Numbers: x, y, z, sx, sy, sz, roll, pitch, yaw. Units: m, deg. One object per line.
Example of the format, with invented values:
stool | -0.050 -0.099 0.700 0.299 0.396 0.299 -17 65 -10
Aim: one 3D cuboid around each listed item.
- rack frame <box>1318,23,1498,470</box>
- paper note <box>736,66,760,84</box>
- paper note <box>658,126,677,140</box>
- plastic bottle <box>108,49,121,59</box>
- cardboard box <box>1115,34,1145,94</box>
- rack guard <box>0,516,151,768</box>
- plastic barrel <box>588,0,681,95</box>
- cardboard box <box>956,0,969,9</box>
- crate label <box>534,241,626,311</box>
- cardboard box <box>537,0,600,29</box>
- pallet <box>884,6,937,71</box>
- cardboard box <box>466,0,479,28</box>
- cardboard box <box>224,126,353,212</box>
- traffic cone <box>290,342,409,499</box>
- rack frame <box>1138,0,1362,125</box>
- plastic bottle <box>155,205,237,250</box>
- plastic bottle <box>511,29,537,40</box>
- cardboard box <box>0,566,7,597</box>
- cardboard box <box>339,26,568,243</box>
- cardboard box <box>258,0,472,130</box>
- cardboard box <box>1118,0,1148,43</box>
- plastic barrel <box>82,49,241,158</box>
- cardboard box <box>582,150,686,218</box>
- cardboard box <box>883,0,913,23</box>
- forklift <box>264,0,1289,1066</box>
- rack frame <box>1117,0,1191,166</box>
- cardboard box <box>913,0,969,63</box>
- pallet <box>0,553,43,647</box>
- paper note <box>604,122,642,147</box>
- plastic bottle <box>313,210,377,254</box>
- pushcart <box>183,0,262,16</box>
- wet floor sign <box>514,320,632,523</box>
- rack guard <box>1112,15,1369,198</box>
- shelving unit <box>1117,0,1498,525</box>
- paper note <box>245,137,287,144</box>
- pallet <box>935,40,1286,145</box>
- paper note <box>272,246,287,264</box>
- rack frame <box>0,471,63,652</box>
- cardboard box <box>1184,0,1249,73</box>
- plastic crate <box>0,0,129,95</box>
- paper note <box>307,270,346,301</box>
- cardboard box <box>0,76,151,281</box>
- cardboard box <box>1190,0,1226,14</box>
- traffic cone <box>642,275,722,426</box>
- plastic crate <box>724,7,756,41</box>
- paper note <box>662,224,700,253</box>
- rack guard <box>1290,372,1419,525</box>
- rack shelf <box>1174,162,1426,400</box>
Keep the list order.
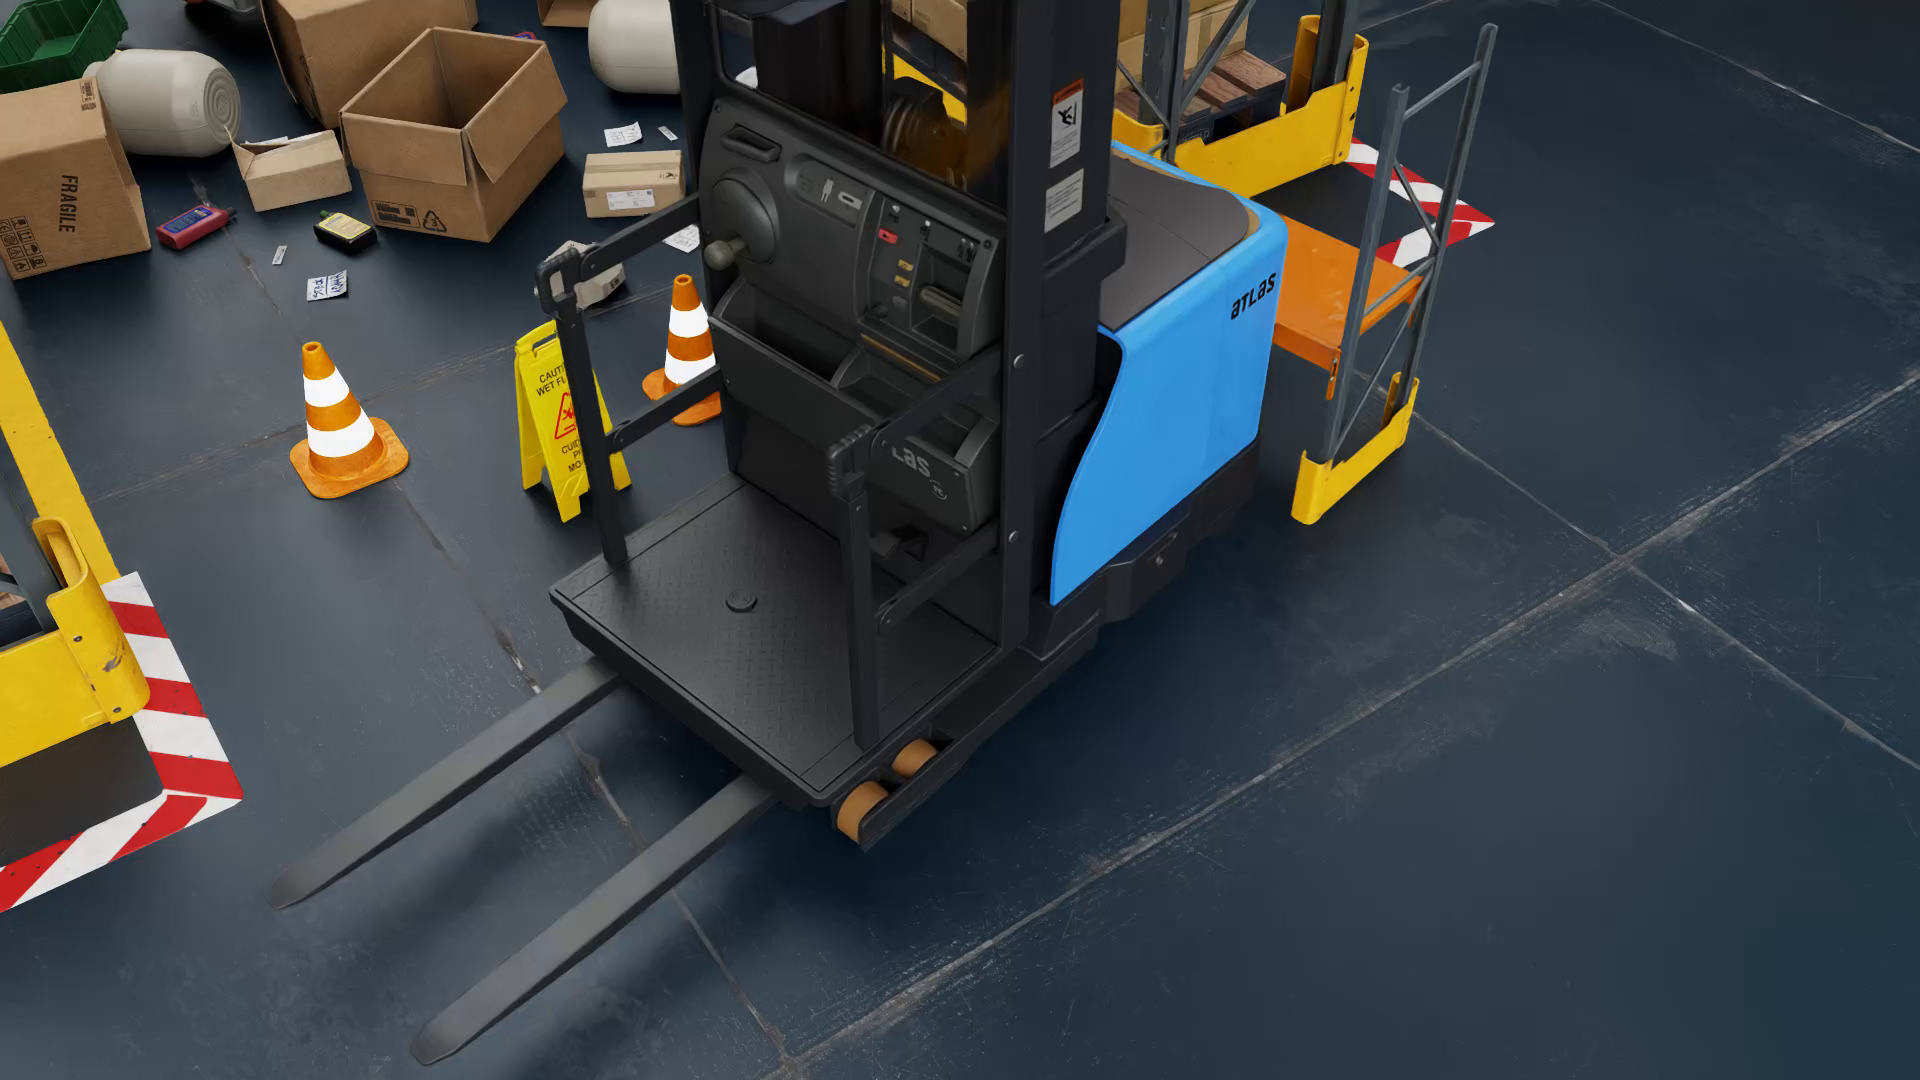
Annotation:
rack frame | 1.294 -0.744 4.943 0.032 1.500 0.500 32 52 29
paper note | -0.912 -2.067 7.393 0.148 0.019 0.142 26 49 25
paper note | -1.239 -1.725 7.049 0.032 0.001 0.123 -26 49 -24
plastic bottle | -3.783 -2.137 7.444 0.283 0.061 0.133 18 47 18
cardboard box | 0.414 -2.029 6.891 0.500 0.250 0.500 -26 49 -25
rack guard | -2.877 0.423 4.444 1.175 0.500 0.348 -26 49 -24
plastic barrel | -1.312 -2.147 7.192 0.512 0.421 0.421 4 44 4
cardboard box | 0.138 -2.580 6.925 0.500 0.500 0.500 -24 49 -23
crate label | -1.409 -0.995 6.193 0.298 0.136 0.250 18 47 18
cardboard box | -1.680 -2.725 7.740 0.500 0.500 0.500 4 44 4
pallet | -0.062 -2.706 7.931 1.003 0.211 1.213 -26 49 -24
cardboard box | -2.471 -2.474 7.649 0.396 0.266 0.258 11 45 11
cardboard box | -2.685 -1.525 6.655 0.396 0.266 0.258 -18 46 -18
traffic cone | -2.030 -0.438 5.374 0.336 0.463 0.334 -26 49 -24
rack frame | 1.111 -2.507 5.704 1.000 3.000 0.127 -26 49 -24
plastic bottle | -2.982 -1.239 6.504 0.133 0.061 0.283 26 49 25
plastic bottle | -1.977 -2.238 7.550 0.133 0.061 0.283 -18 46 -18
cardboard box | -3.333 -0.236 4.559 0.875 0.875 0.875 -25 49 -24
cardboard box | -1.970 -1.599 6.560 0.637 0.503 0.797 11 45 11
cardboard box | -2.512 -2.174 7.065 0.797 0.637 0.503 -26 49 -24
cardboard box | 0.439 -2.286 6.617 0.500 0.500 0.500 -25 49 -24
plastic barrel | -3.272 -1.791 6.820 0.512 0.421 0.421 4 44 4
cardboard box | -1.295 -1.420 6.629 0.380 0.149 0.250 -3 44 -4
cardboard box | -0.166 -2.606 7.495 0.500 0.250 0.500 -27 50 -26
forklift | -0.423 -0.656 3.815 1.130 2.935 3.031 32 52 29
rack frame | 0.546 -1.219 5.440 0.032 1.500 0.500 32 52 29
cardboard box | 0.138 -2.312 7.187 0.500 0.250 0.500 -26 49 -24
pallet | -3.413 0.092 5.000 1.003 0.211 1.213 -26 49 -24
paper note | -1.425 -1.718 7.036 0.148 0.019 0.142 -10 45 -11
plastic bottle | -2.413 -1.206 6.469 0.283 0.061 0.133 26 49 25
pushcart | -3.019 -2.895 8.009 0.936 0.377 1.648 26 49 25
wet floor sign | -1.250 -0.408 5.211 0.267 0.644 0.232 -35 53 -31
rack guard | 1.068 -1.646 6.612 1.175 0.500 0.348 -26 49 -24
shelving unit | 0.913 -0.985 5.196 1.083 1.500 0.587 32 52 29
paper note | -2.901 -1.637 6.948 0.172 0.023 0.155 -10 45 -11
pallet | 0.632 -2.015 7.208 1.003 0.211 1.213 -26 49 -24
paper note | -2.615 -1.096 6.390 0.032 0.001 0.123 -3 44 -4
rack frame | -2.891 -0.494 3.595 1.000 3.000 0.127 -26 49 -24
cardboard box | 0.877 -2.230 7.101 0.500 0.250 0.500 -26 49 -25
plastic crate | -4.005 -2.182 7.359 0.450 0.188 0.662 -11 44 3
paper note | -2.372 -0.955 6.229 0.144 0.017 0.142 -10 45 -11
cardboard box | -3.449 -1.383 6.334 0.500 0.500 0.500 -18 46 -18
cardboard box | 0.863 -2.515 6.856 0.500 0.500 0.500 -27 50 -26
traffic cone | -0.909 -0.692 5.640 0.336 0.463 0.334 -26 49 -24
plastic crate | -0.951 -2.503 7.814 0.583 0.080 0.402 26 49 25
paper note | -1.062 -1.182 6.466 0.142 0.019 0.148 26 49 25
rack guard | 1.280 -0.301 5.384 0.087 0.250 0.587 32 52 29
rack shelf | 0.920 -0.851 5.316 1.000 0.185 0.538 32 52 29
